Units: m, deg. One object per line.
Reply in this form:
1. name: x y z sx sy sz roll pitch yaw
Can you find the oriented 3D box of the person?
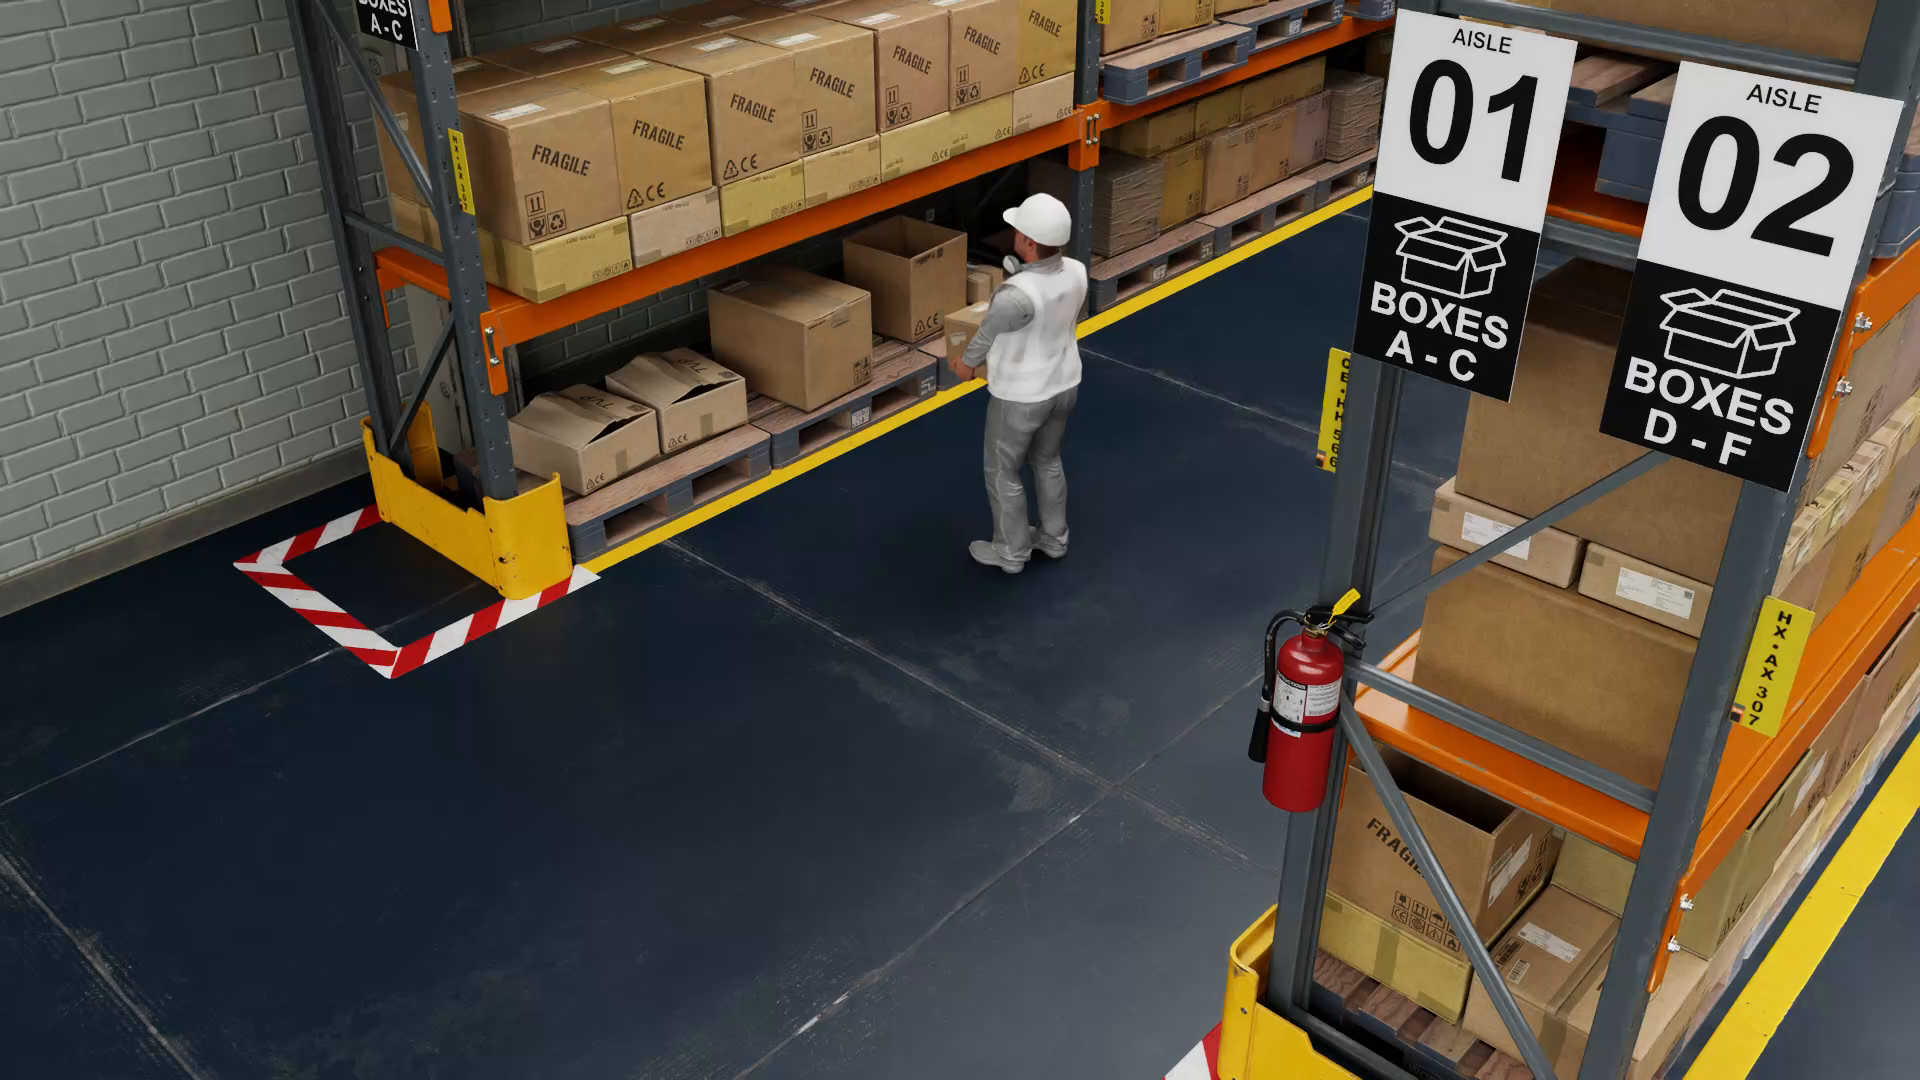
1. person: 0.233 -0.690 7.258 0.546 1.765 0.494 26 40 36
